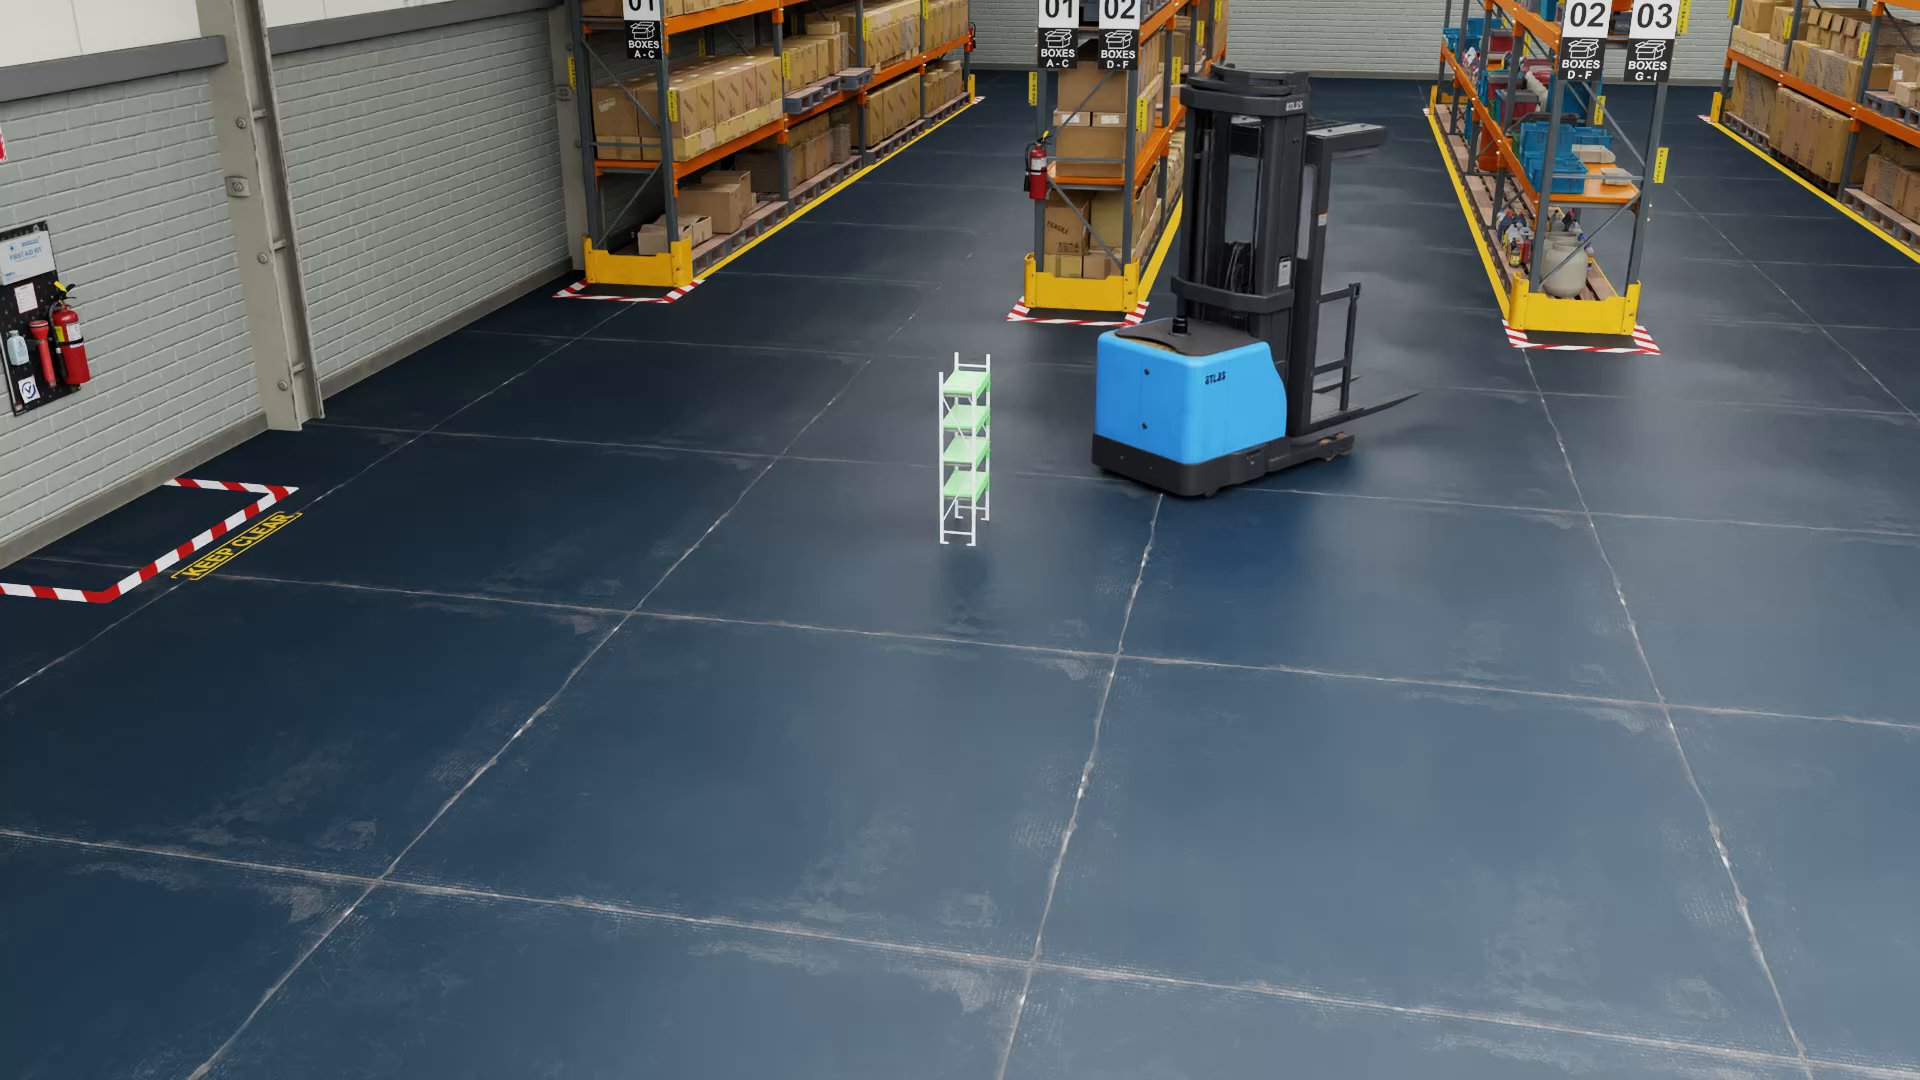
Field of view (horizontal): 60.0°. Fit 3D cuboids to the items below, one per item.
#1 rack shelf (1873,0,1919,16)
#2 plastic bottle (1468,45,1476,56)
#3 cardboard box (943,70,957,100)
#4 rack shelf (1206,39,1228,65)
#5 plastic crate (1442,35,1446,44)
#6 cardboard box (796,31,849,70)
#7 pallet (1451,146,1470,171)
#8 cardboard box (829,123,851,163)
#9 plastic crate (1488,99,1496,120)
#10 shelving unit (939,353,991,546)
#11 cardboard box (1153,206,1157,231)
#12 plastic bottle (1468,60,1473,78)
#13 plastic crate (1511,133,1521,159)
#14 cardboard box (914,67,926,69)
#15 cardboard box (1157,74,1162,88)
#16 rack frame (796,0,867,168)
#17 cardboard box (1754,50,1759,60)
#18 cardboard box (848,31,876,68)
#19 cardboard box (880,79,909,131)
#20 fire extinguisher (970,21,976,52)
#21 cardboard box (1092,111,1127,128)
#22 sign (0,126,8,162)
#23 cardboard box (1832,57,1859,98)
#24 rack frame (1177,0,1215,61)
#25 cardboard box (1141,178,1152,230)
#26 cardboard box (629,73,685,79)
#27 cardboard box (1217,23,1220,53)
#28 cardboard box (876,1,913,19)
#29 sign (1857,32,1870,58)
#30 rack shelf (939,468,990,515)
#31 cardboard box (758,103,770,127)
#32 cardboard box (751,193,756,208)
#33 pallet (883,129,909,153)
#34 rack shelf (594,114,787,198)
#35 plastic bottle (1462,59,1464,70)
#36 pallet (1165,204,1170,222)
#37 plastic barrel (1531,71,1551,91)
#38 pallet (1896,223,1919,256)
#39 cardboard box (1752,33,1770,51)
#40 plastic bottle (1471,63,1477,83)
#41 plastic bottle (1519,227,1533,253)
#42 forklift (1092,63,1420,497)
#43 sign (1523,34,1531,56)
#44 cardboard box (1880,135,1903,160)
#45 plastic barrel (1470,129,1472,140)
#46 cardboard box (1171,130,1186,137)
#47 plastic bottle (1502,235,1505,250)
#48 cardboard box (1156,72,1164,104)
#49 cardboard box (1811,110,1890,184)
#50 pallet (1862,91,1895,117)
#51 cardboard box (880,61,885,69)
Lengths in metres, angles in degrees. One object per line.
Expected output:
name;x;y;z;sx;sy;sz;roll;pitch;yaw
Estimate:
rack shelf;12.196;-6.355;20.067;1.077;0.370;4.000;4;22;11
plastic bottle;8.174;-7.728;26.593;0.144;0.351;0.185;4;22;11
cardboard box;-0.458;-8.676;31.666;0.700;0.500;0.500;4;22;11
rack shelf;4.131;-8.646;29.770;1.077;0.370;4.000;4;22;11
plastic crate;8.868;-9.062;30.111;0.250;0.136;0.298;4;22;11
cardboard box;-2.030;-7.240;24.592;0.700;0.500;0.500;2;22;5
pallet;8.126;-5.850;25.595;1.003;0.211;1.213;4;22;11
cardboard box;-2.040;-5.939;24.842;0.700;0.500;0.500;5;22;12
plastic crate;7.018;-5.504;21.288;0.450;0.188;0.662;4;22;11
shelving unit;0.034;-0.617;11.280;0.258;1.200;0.503;4;22;11
cardboard box;2.098;-3.874;20.075;0.500;0.250;0.500;4;22;11
plastic bottle;7.797;-7.170;25.314;0.097;0.271;0.097;0;22;0
plastic crate;6.385;-4.371;18.474;0.450;0.188;0.662;4;22;11
cardboard box;-0.836;-8.665;30.769;0.380;0.149;0.250;4;22;10
cardboard box;2.245;-5.554;20.127;0.380;0.149;0.250;4;22;11
rack frame;-1.944;-7.162;25.121;1.000;3.000;0.127;4;22;11
cardboard box;13.476;-8.075;27.725;0.380;0.149;0.250;5;22;12
cardboard box;-1.594;-7.514;25.436;0.500;0.500;0.500;5;22;13
cardboard box;-1.311;-7.250;27.654;0.750;0.750;0.750;5;23;13
fire extinguisher;0.171;-9.899;32.520;0.296;0.674;0.183;4;22;11
cardboard box;1.565;-4.334;17.098;0.380;0.149;0.250;4;22;11
sign;-6.145;-2.543;10.549;0.001;0.298;0.199;4;22;11
cardboard box;12.569;-6.457;23.237;0.500;0.500;0.500;4;22;10
rack frame;3.723;-8.249;27.819;1.000;3.000;0.127;4;22;11
cardboard box;1.910;-3.855;19.024;0.500;0.500;0.500;4;22;11
cardboard box;-3.474;-5.085;19.135;0.500;0.500;0.500;4;22;9
cardboard box;4.195;-8.648;28.678;0.500;0.500;0.500;5;22;12
cardboard box;-1.086;-8.790;27.601;0.500;0.250;0.500;5;22;12
sign;12.060;-6.607;22.194;0.100;0.325;0.005;4;22;11
rack shelf;0.034;-0.335;11.393;0.258;0.148;0.480;4;22;11
cardboard box;-2.670;-5.261;20.575;0.500;0.250;0.500;5;22;11
cardboard box;-2.840;-4.391;21.445;0.380;0.166;0.250;2;22;4
pallet;-1.458;-6.596;27.448;1.003;0.211;1.213;4;22;11
rack shelf;-3.168;-4.634;19.807;1.077;0.370;4.000;4;22;11
plastic bottle;8.046;-7.584;26.434;0.097;0.201;0.097;0;22;0
pallet;2.202;-4.302;21.752;1.003;0.211;1.213;4;22;11
plastic barrel;7.587;-5.767;21.475;0.433;0.535;0.433;0;22;0
pallet;11.945;-3.558;19.905;1.003;0.211;1.213;4;22;11
cardboard box;13.567;-8.303;27.757;0.500;0.250;0.500;4;22;10
plastic bottle;7.653;-6.951;24.754;0.061;0.283;0.133;4;22;11
plastic bottle;6.393;-3.394;18.823;0.152;0.276;0.135;4;22;11
forklift;2.450;-2.107;12.662;3.031;2.935;1.130;-18;28;-37
sign;9.109;-7.955;26.721;0.100;0.325;0.005;4;22;11
cardboard box;12.496;-5.174;21.939;0.500;0.250;0.500;5;23;13
plastic barrel;8.096;-6.254;25.635;0.421;0.512;0.421;0;22;0
cardboard box;3.041;-5.755;23.995;0.500;0.311;0.500;5;22;12
plastic bottle;6.249;-3.416;18.976;0.097;0.201;0.097;0;22;0
cardboard box;2.371;-5.841;21.709;0.500;0.500;0.500;6;23;15
cardboard box;12.765;-5.489;23.250;1.225;0.875;0.875;3;22;8
pallet;12.563;-5.671;21.677;1.213;0.211;1.003;4;22;11
cardboard box;-1.414;-7.630;26.593;0.380;0.149;0.250;5;22;12
